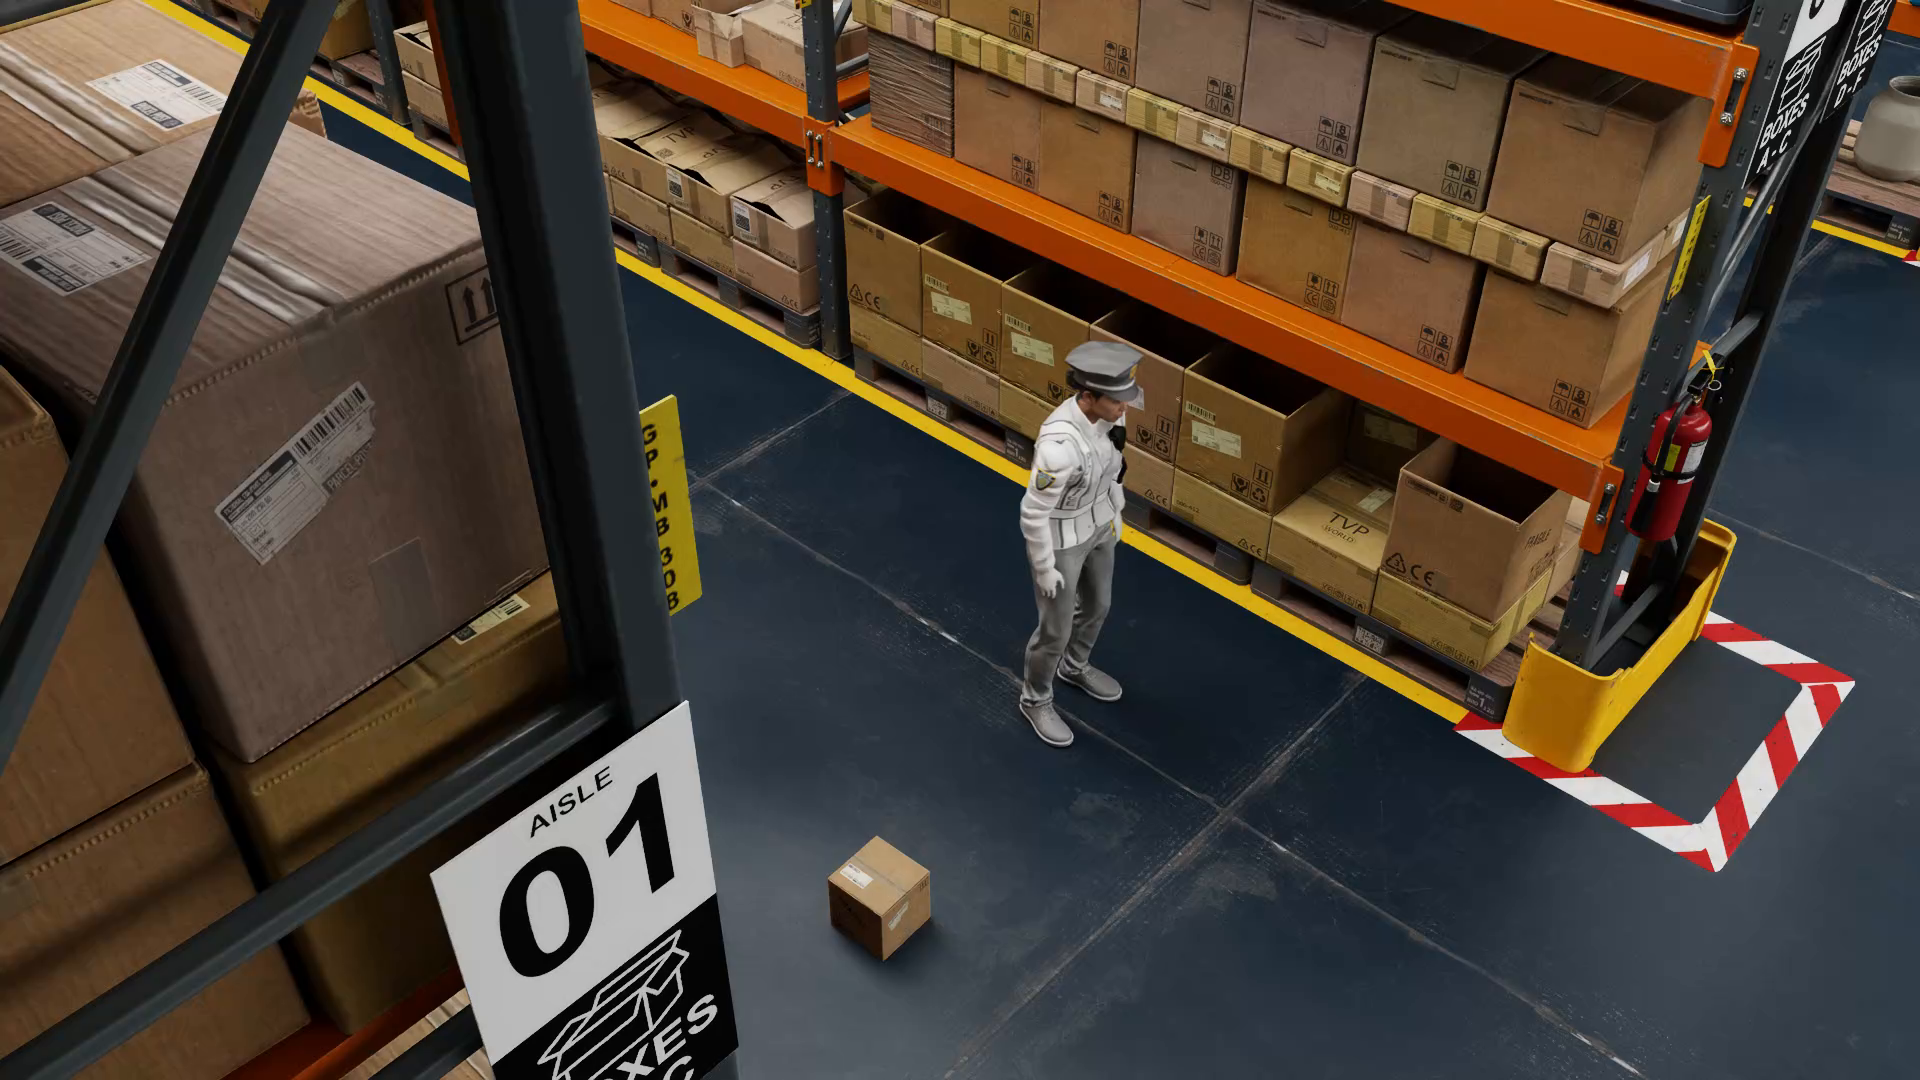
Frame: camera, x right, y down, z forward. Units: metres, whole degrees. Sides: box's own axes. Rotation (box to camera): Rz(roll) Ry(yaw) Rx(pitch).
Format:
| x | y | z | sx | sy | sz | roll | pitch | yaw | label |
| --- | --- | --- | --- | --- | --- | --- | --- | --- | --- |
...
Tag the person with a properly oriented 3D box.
| x | y | z | sx | sy | sz | roll | pitch | yaw | label |
| --- | --- | --- | --- | --- | --- | --- | --- | --- | --- |
| 0.432 | -0.006 | 6.164 | 0.375 | 1.657 | 0.532 | 27 | 47 | 29 | person |
